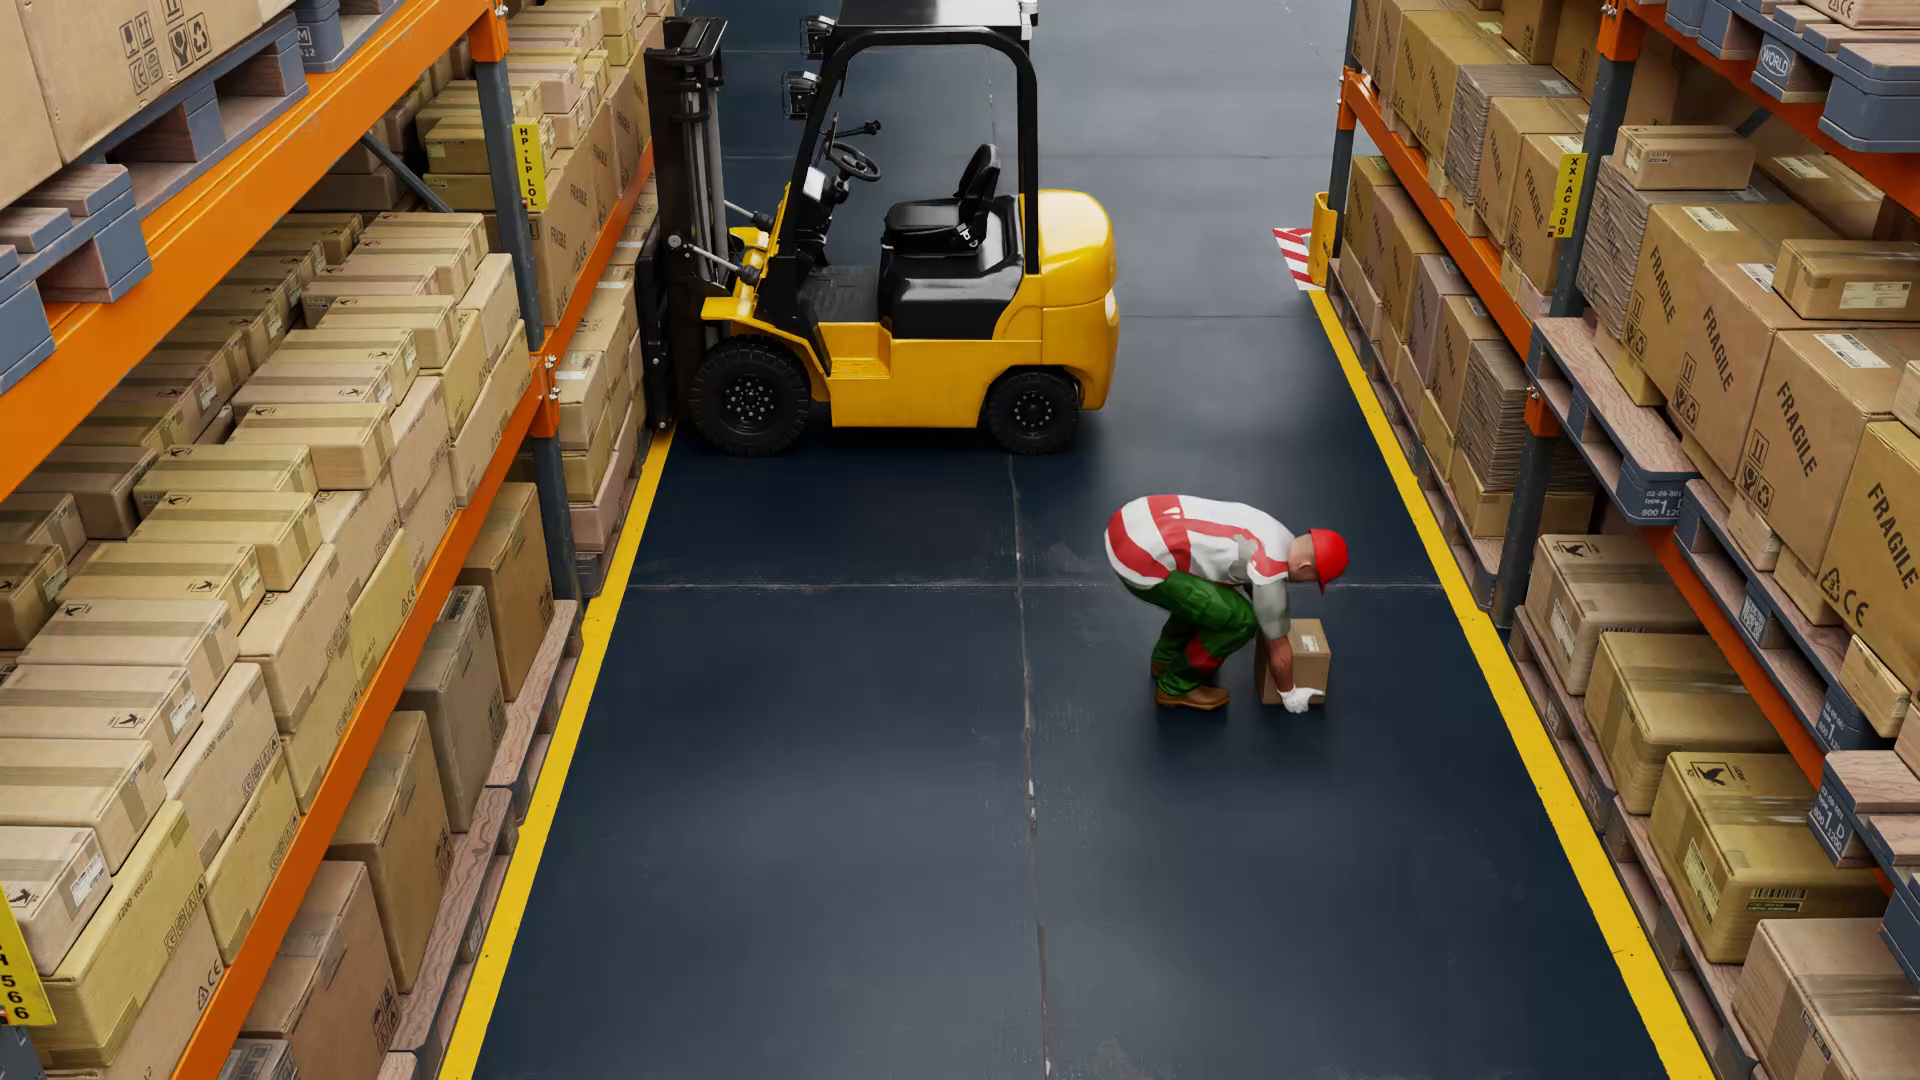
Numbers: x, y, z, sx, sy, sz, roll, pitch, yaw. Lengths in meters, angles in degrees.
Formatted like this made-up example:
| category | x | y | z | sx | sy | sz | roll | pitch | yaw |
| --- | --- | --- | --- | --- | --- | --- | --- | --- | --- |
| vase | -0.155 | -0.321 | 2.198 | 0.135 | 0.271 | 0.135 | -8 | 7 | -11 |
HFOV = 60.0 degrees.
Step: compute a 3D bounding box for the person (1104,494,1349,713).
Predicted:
| category | x | y | z | sx | sy | sz | roll | pitch | yaw |
| --- | --- | --- | --- | --- | --- | --- | --- | --- | --- |
| person | 1.047 | 0.236 | 6.625 | 0.961 | 0.893 | 0.521 | -1 | 31 | -2 |
